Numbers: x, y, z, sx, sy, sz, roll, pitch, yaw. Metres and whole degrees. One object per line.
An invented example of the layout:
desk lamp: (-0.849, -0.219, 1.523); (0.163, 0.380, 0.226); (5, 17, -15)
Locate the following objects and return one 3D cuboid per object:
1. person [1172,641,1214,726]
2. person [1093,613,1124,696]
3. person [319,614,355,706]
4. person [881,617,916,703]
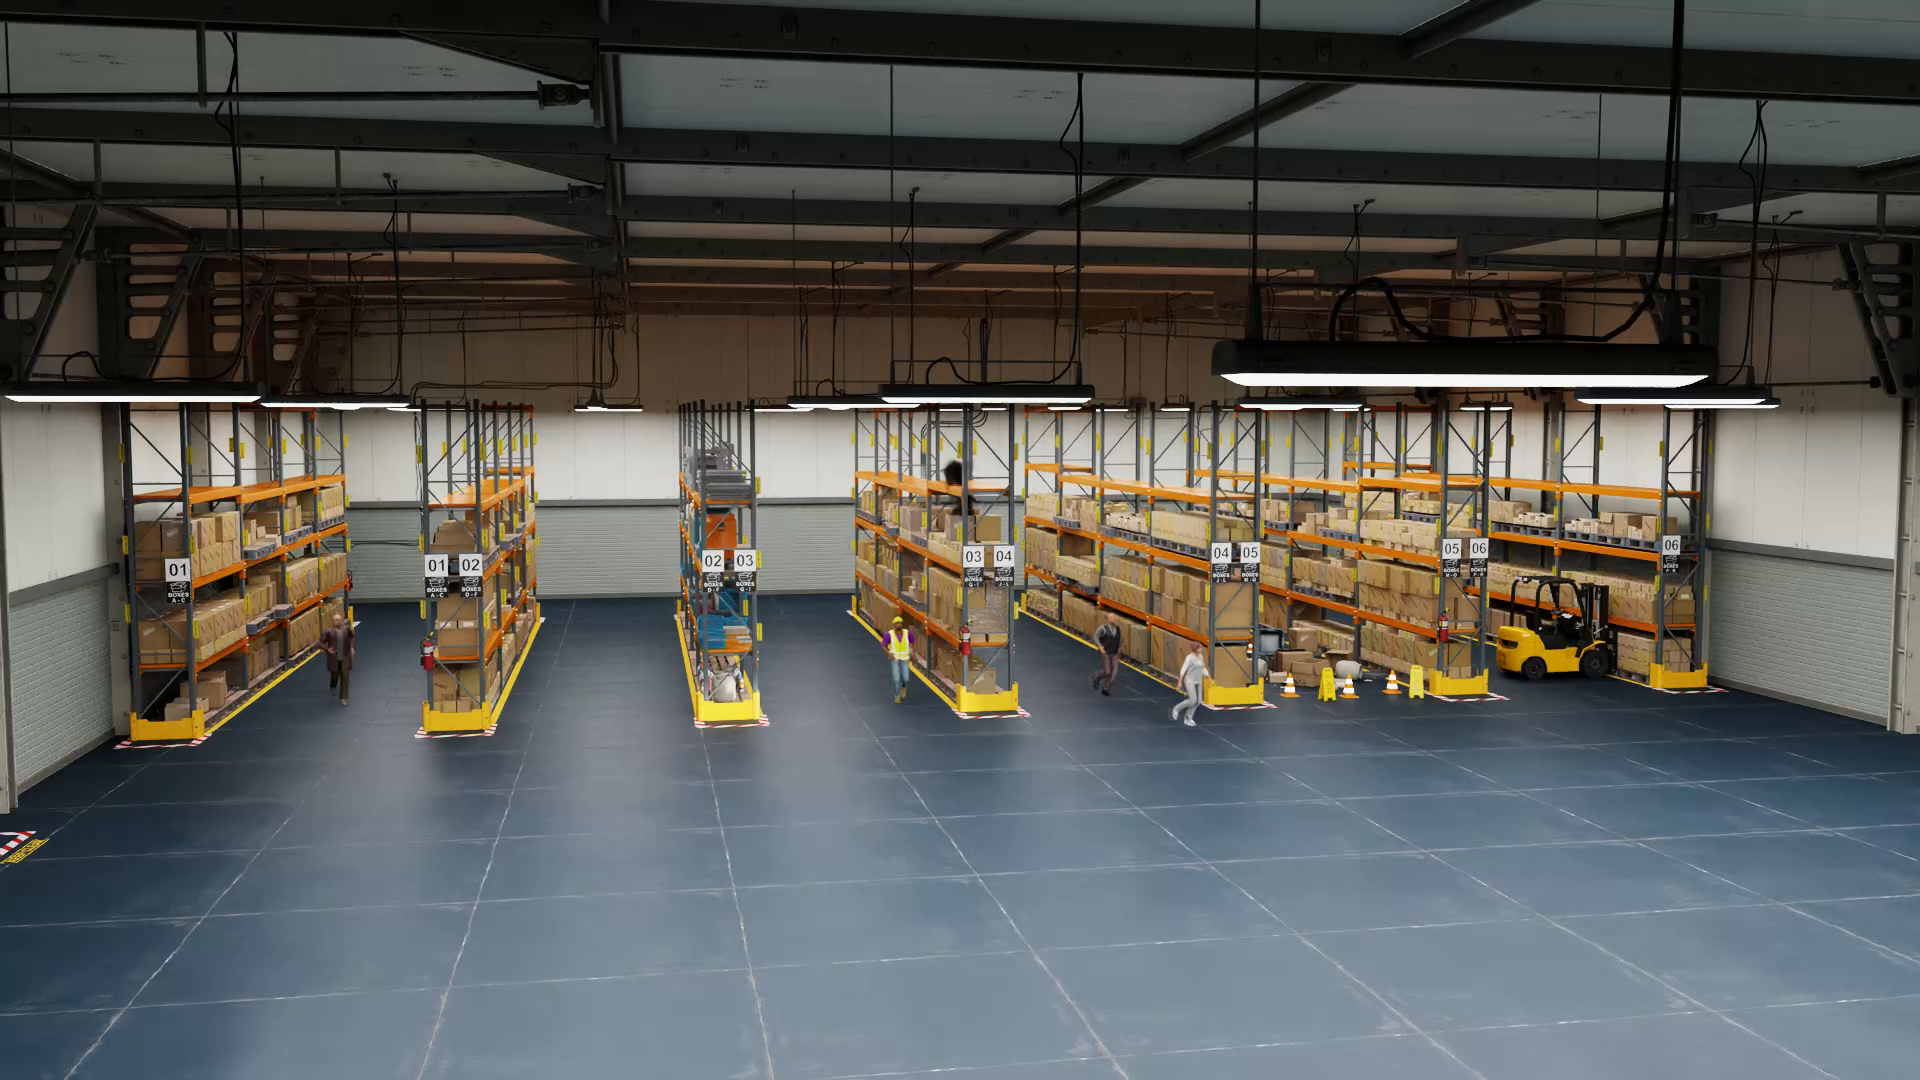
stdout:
person: (4.271, 2.642, 30.609); (0.647, 1.576, 0.579); (4, 6, 45)
person: (3.056, 2.330, 34.022); (0.684, 1.681, 0.547); (-2, 5, -24)
person: (-12.309, 2.362, 32.917); (0.714, 1.764, 0.997); (-2, 5, -30)
person: (-1.200, 2.371, 32.999); (0.715, 1.718, 0.615); (-1, 4, -11)
